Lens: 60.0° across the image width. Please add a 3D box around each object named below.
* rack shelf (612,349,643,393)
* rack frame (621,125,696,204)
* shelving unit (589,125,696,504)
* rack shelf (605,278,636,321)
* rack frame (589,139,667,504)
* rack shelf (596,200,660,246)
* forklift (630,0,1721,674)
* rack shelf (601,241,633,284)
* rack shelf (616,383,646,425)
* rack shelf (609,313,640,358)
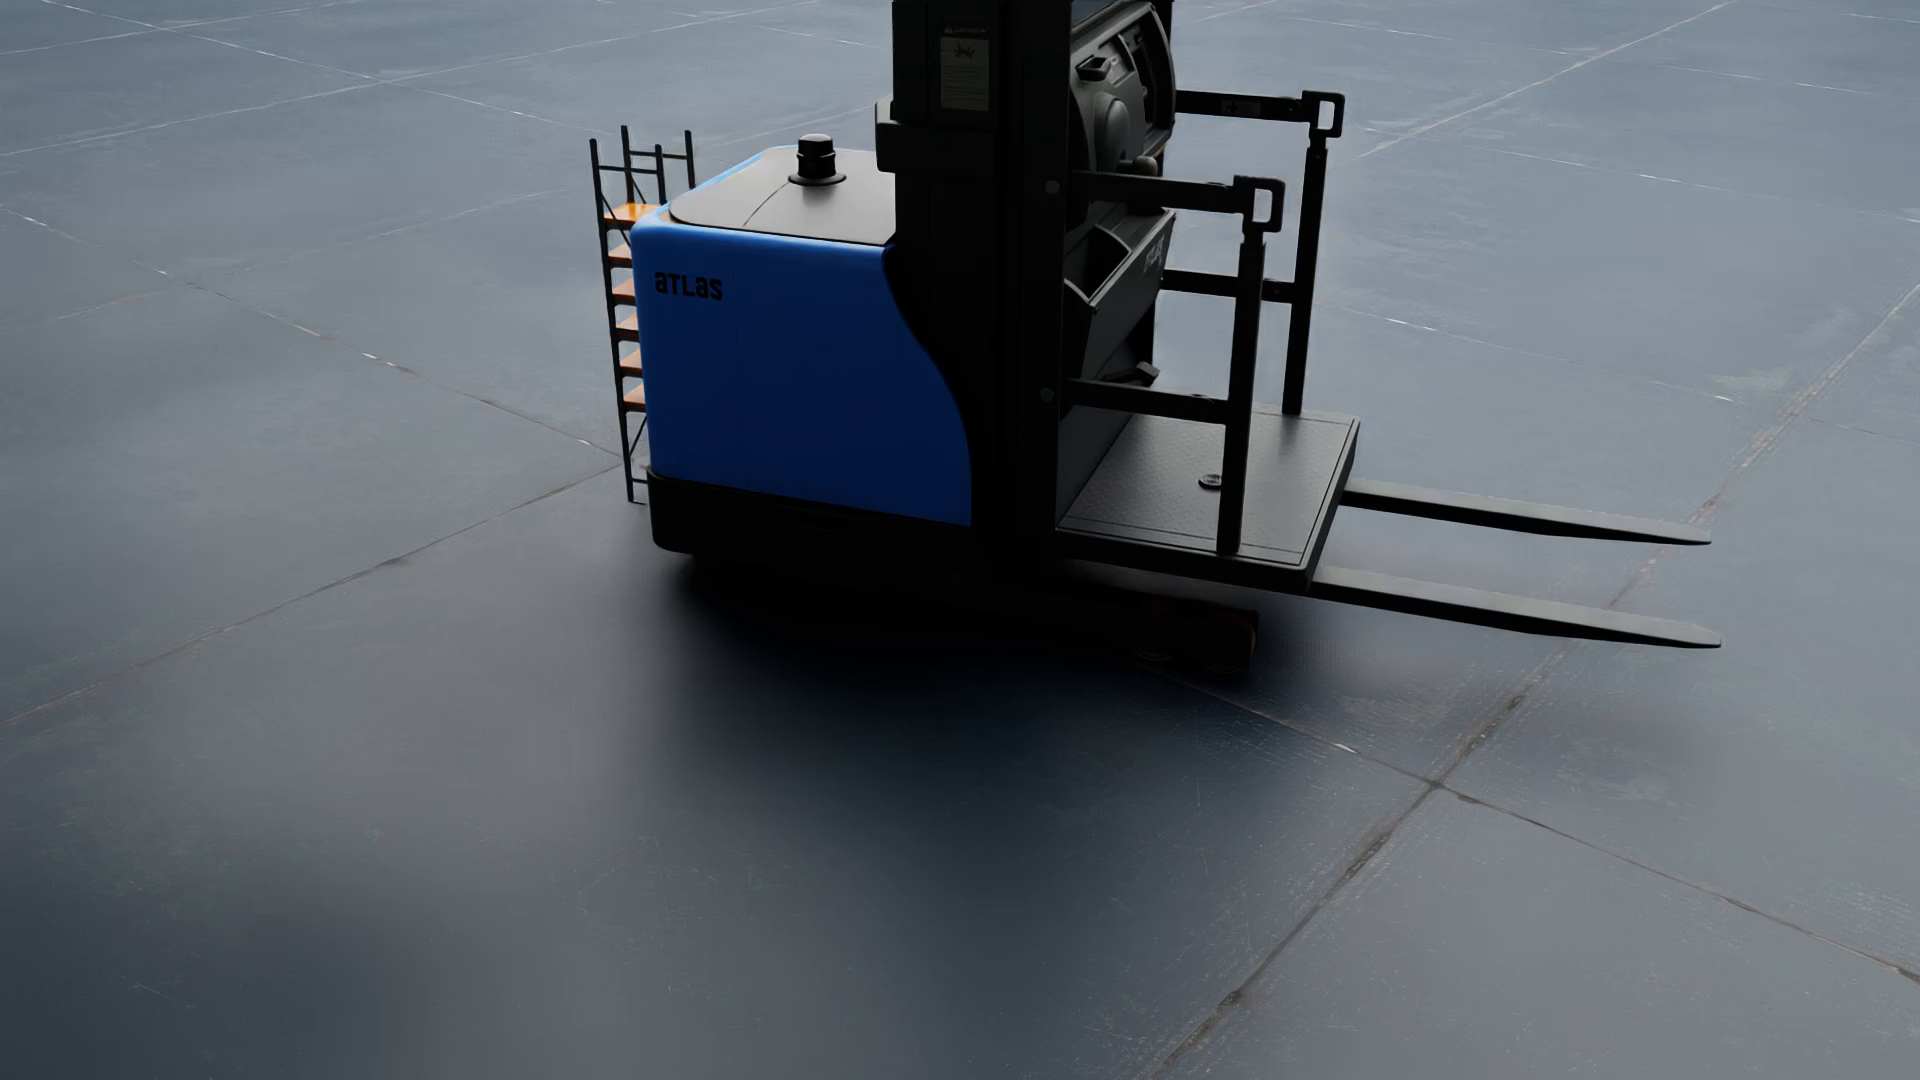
[{"bbox_3d":[-0.953,-0.535,5.335,0.258,0.103,0.180,9,29,18],"label":"rack shelf"},{"bbox_3d":[-0.923,-0.721,5.336,0.240,1.200,0.006,9,29,18],"label":"rack frame"},{"bbox_3d":[-0.954,-0.681,5.260,0.258,1.200,0.189,9,29,18],"label":"shelving unit"},{"bbox_3d":[-0.954,-0.749,5.225,0.258,0.103,0.180,9,29,18],"label":"rack shelf"},{"bbox_3d":[-0.985,-0.642,5.183,0.240,1.200,0.006,9,29,18],"label":"rack frame"},{"bbox_3d":[-0.956,-0.962,5.115,0.258,0.103,0.180,9,29,18],"label":"rack shelf"},{"bbox_3d":[0.629,-1.212,4.403,3.031,2.935,1.130,9,29,17],"label":"forklift"},{"bbox_3d":[-0.955,-0.855,5.170,0.258,0.103,0.180,9,29,18],"label":"rack shelf"},{"bbox_3d":[-0.952,-0.429,5.390,0.258,0.103,0.180,9,29,18],"label":"rack shelf"},{"bbox_3d":[-0.954,-0.642,5.280,0.258,0.103,0.180,9,29,18],"label":"rack shelf"}]
